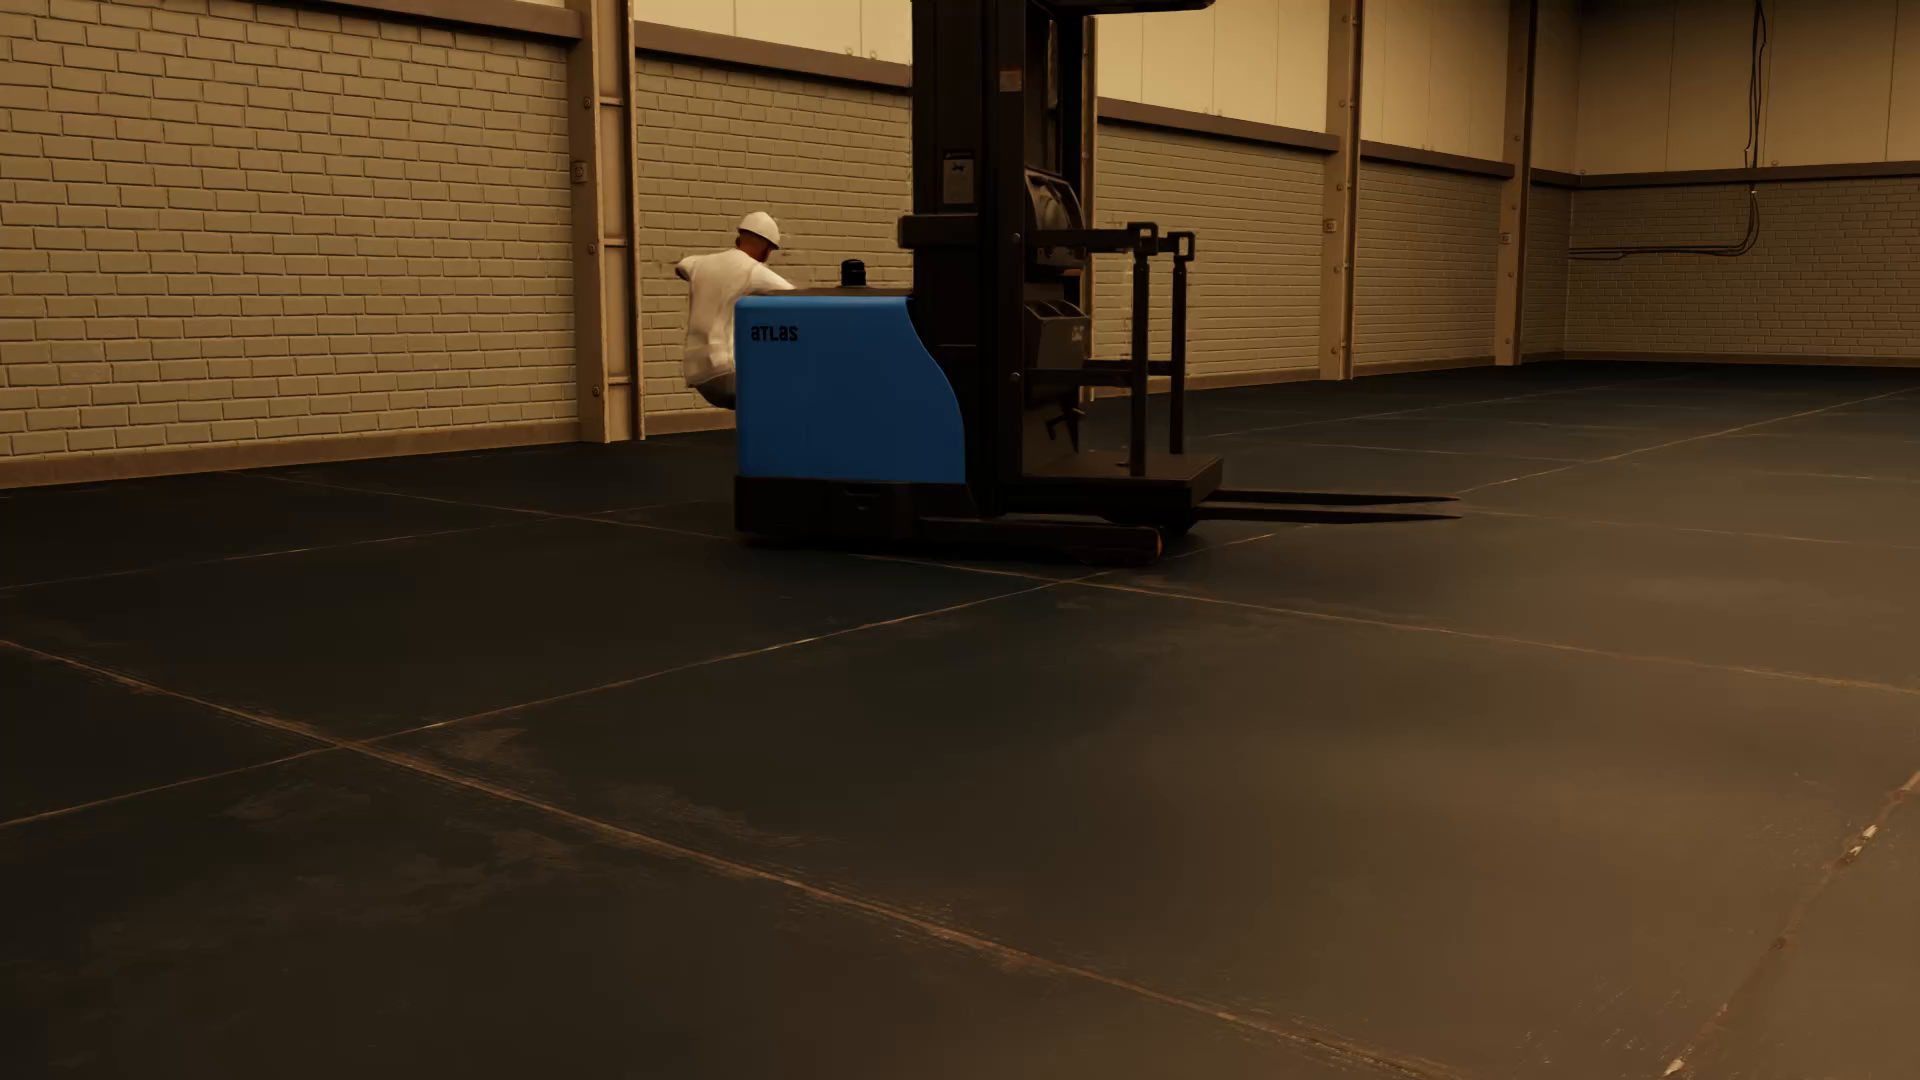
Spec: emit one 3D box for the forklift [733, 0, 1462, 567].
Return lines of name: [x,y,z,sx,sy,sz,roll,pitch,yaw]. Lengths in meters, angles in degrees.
forklift: [0.596,-1.427,7.036,3.031,2.935,1.130,2,9,16]

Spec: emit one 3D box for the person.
person: [-1.063,-0.929,8.524,0.802,1.483,1.567,-8,12,-43]
